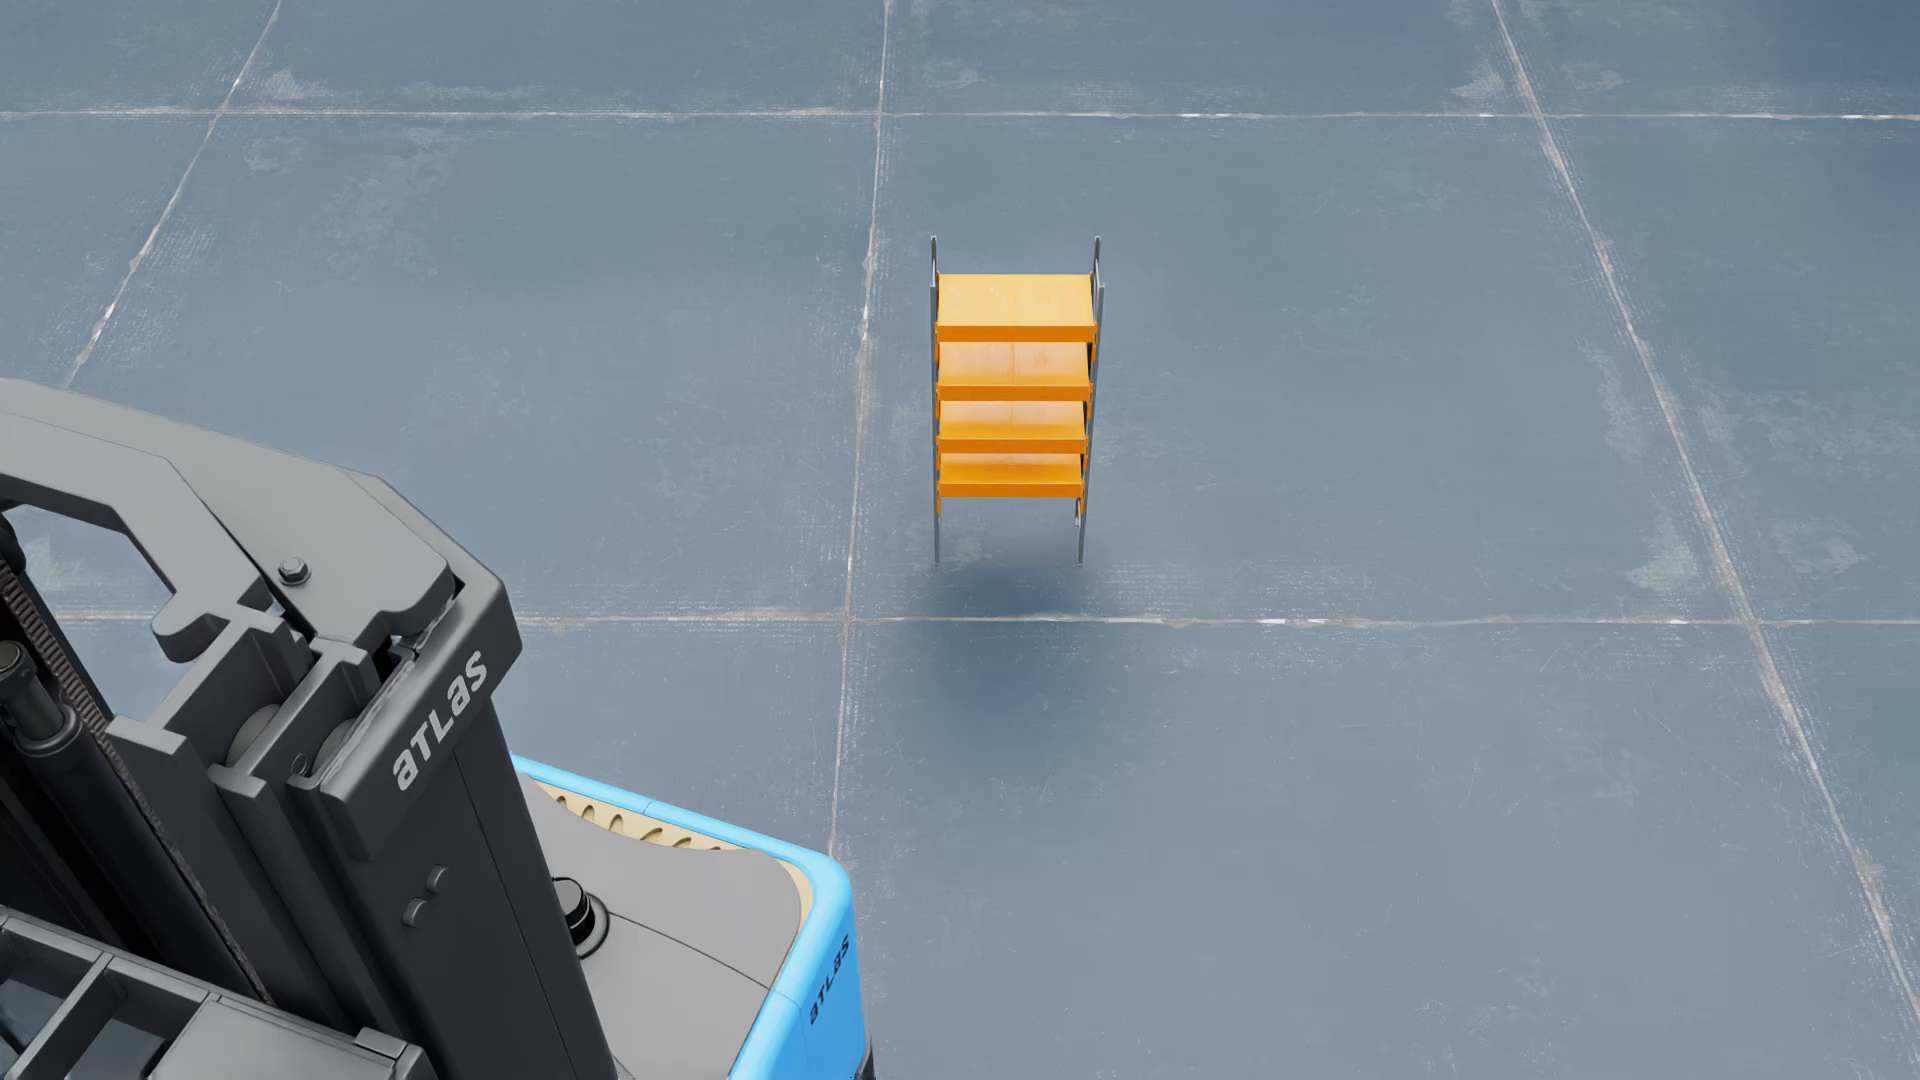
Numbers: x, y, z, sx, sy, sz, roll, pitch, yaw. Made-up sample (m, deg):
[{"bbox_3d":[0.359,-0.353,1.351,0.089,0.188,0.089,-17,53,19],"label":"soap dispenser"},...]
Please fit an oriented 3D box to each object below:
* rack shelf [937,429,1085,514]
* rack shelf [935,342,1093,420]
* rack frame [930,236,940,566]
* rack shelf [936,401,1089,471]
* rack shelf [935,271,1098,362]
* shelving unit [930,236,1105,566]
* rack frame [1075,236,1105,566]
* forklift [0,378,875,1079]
[{"bbox_3d":[0.166,-0.227,5.505,0.480,0.148,0.258,0,47,0],"label":"rack shelf"},{"bbox_3d":[0.166,-0.515,5.196,0.480,0.148,0.258,0,47,0],"label":"rack shelf"},{"bbox_3d":[-0.078,-0.409,5.311,0.015,1.200,0.240,0,47,0],"label":"rack frame"},{"bbox_3d":[0.166,-0.363,5.360,0.480,0.148,0.258,0,47,0],"label":"rack shelf"},{"bbox_3d":[0.166,-0.676,5.023,0.480,0.148,0.258,0,47,0],"label":"rack shelf"},{"bbox_3d":[0.166,-0.408,5.310,0.503,1.200,0.258,0,47,0],"label":"shelving unit"},{"bbox_3d":[0.410,-0.408,5.310,0.015,1.200,0.240,0,47,0],"label":"rack frame"},{"bbox_3d":[-1.204,1.333,2.507,1.130,2.935,3.031,15,49,14],"label":"forklift"}]
